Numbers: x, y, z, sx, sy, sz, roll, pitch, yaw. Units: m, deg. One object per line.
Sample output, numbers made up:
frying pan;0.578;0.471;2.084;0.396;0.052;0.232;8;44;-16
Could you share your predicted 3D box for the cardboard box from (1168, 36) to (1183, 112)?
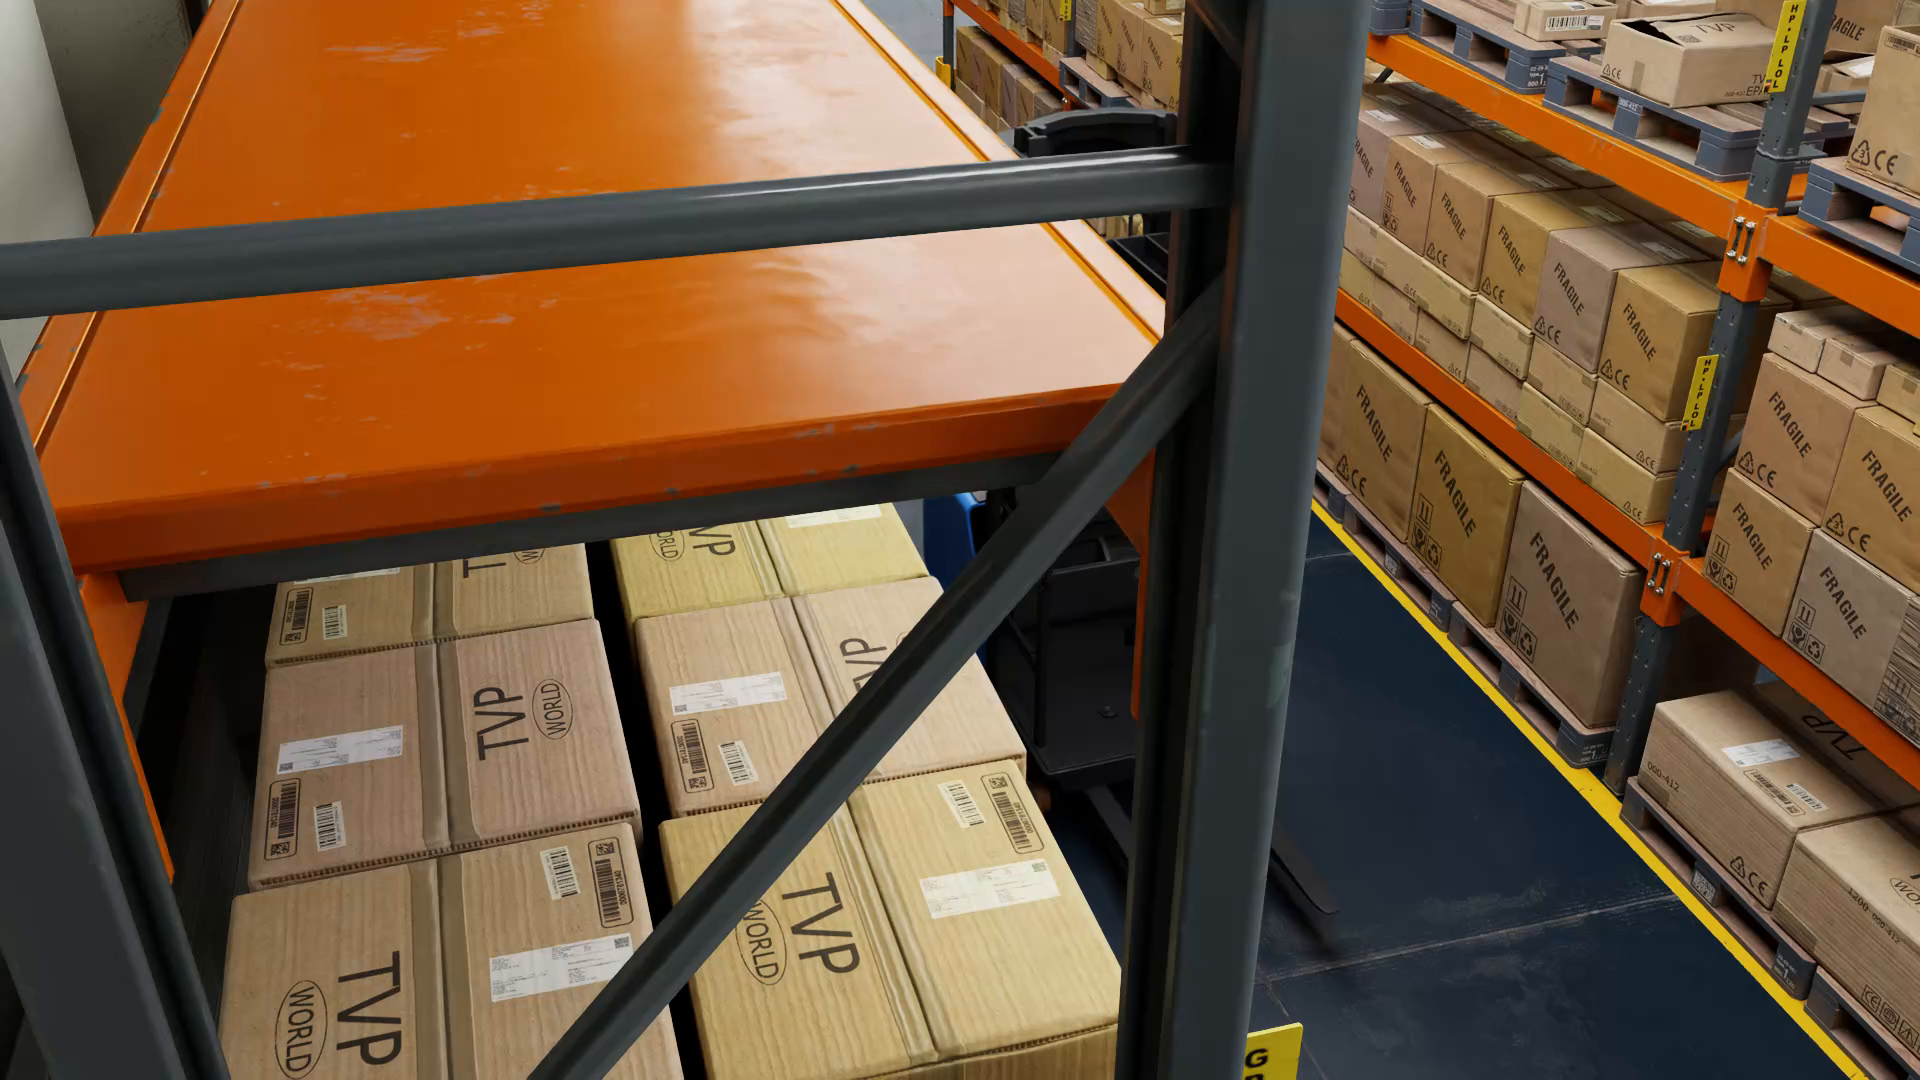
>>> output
cardboard box;1.770;-3.161;11.401;0.500;0.500;0.500;-10;32;-17

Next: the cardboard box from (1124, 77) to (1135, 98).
cardboard box;1.457;-3.451;12.549;0.380;0.149;0.250;-7;31;-13

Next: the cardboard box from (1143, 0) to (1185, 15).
cardboard box;1.551;-3.914;12.055;0.380;0.149;0.250;-6;31;-10

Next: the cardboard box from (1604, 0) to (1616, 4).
cardboard box;3.189;-2.844;8.155;0.500;0.500;0.500;-8;31;-13

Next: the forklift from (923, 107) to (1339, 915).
forklift;0.739;-0.244;7.246;1.130;2.935;3.031;-9;31;-16

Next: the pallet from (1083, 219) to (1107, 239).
pallet;1.588;-2.482;13.828;1.003;0.211;1.213;-8;31;-13

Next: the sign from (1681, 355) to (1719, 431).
sign;2.983;-0.591;6.700;0.100;0.325;0.005;-8;31;-13

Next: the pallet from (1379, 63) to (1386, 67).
pallet;5.351;-5.121;18.387;1.003;0.211;1.213;-8;31;-13

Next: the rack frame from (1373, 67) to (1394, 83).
rack frame;2.442;-2.133;10.441;1.000;3.000;0.127;-8;31;-13

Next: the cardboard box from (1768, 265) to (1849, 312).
cardboard box;3.664;-0.928;7.261;0.500;0.500;0.500;-7;31;-13

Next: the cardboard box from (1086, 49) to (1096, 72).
cardboard box;1.222;-3.829;13.203;0.380;0.149;0.250;-7;31;-13

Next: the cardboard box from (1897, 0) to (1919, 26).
cardboard box;7.078;-3.534;11.764;0.700;0.500;0.500;-8;31;-14

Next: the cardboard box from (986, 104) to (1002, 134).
cardboard box;0.551;-4.053;16.083;0.500;0.250;0.500;-6;31;-10

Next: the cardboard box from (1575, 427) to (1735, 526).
cardboard box;3.141;-0.319;7.457;0.500;0.250;0.500;-9;31;-14

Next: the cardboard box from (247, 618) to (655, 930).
cardboard box;-0.744;0.385;2.449;0.500;0.250;0.500;-9;31;-15

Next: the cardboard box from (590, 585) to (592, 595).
cardboard box;-1.016;0.115;3.416;0.500;0.250;0.500;-7;31;-12

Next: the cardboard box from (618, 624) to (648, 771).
cardboard box;-0.353;0.288;3.116;0.500;0.250;0.500;-9;31;-15

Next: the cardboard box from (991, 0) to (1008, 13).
cardboard box;0.596;-5.163;15.279;0.500;0.500;0.500;-8;31;-14

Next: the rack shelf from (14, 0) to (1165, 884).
rack shelf;-0.751;-0.857;2.969;1.077;0.370;4.000;-8;31;-13

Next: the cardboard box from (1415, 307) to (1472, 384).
cardboard box;2.750;-1.061;8.738;0.500;0.250;0.500;-8;31;-13

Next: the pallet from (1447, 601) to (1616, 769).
pallet;3.226;0.643;8.428;1.003;0.211;1.213;-8;31;-13

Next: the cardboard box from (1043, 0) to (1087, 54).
cardboard box;1.022;-4.419;13.993;0.500;0.500;0.500;-9;31;-15

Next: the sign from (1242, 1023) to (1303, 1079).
sign;0.303;0.644;1.777;0.100;0.325;0.005;-8;31;-13

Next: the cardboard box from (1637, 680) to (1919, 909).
cardboard box;3.566;1.043;7.091;0.875;0.438;0.875;-8;31;-14

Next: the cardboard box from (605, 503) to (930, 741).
cardboard box;-0.359;0.077;2.981;0.500;0.250;0.500;-8;31;-14

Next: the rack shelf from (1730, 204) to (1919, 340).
rack shelf;4.034;-0.222;4.863;1.077;0.370;4.000;-8;31;-13

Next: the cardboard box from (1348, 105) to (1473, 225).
cardboard box;2.478;-2.100;9.286;0.500;0.500;0.500;-8;31;-13

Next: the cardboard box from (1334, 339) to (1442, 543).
cardboard box;2.778;-0.619;9.527;0.875;0.875;0.875;-7;31;-13

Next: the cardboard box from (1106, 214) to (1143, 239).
cardboard box;1.716;-2.510;13.296;0.950;0.372;0.625;-6;31;-10

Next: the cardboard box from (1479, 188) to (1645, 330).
cardboard box;2.882;-1.356;8.000;0.500;0.500;0.500;-7;31;-12

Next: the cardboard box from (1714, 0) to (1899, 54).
cardboard box;3.549;-2.189;7.024;0.500;0.500;0.500;-8;31;-14

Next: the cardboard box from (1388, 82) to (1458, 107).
cardboard box;2.831;-2.394;9.794;0.500;0.500;0.500;-9;31;-15

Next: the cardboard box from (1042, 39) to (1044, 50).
cardboard box;0.934;-4.327;14.482;0.380;0.149;0.250;-8;31;-13

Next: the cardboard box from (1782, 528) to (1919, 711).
cardboard box;3.505;0.261;6.206;0.500;0.500;0.500;-8;31;-13

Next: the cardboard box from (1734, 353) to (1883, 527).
cardboard box;3.396;-0.415;6.375;0.500;0.500;0.500;-8;31;-13

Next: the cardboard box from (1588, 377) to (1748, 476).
cardboard box;3.152;-0.533;7.328;0.500;0.250;0.500;-8;31;-13

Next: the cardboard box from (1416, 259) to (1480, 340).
cardboard box;2.716;-1.268;8.597;0.500;0.250;0.500;-7;31;-12

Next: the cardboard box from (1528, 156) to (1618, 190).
cardboard box;3.228;-1.661;8.528;0.500;0.500;0.500;-8;31;-14

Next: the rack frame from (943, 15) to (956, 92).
rack frame;0.318;-5.997;17.116;1.000;3.000;0.127;-8;31;-13

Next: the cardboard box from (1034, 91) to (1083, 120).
cardboard box;0.964;-3.631;14.607;0.500;0.500;0.500;-8;31;-14

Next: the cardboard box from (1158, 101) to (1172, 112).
cardboard box;1.640;-3.071;11.893;0.380;0.149;0.250;-9;31;-15

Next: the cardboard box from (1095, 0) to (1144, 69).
cardboard box;1.361;-3.912;12.699;0.500;0.500;0.500;-8;31;-13

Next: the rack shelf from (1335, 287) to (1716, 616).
rack shelf;2.972;-0.856;8.952;1.077;0.370;4.000;-8;31;-13

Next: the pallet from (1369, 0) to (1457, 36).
pallet;2.664;-3.046;9.212;1.213;0.211;1.003;-6;31;-11

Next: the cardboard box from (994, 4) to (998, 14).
cardboard box;0.534;-5.069;15.764;0.380;0.149;0.250;-7;31;-12

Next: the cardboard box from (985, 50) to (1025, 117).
cardboard box;0.541;-4.380;15.900;0.500;0.500;0.500;-7;31;-12

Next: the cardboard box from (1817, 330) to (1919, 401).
cardboard box;3.420;-0.649;6.132;0.380;0.149;0.250;-7;31;-13

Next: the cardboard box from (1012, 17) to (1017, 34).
cardboard box;0.689;-4.689;15.107;0.380;0.149;0.250;-8;31;-14
